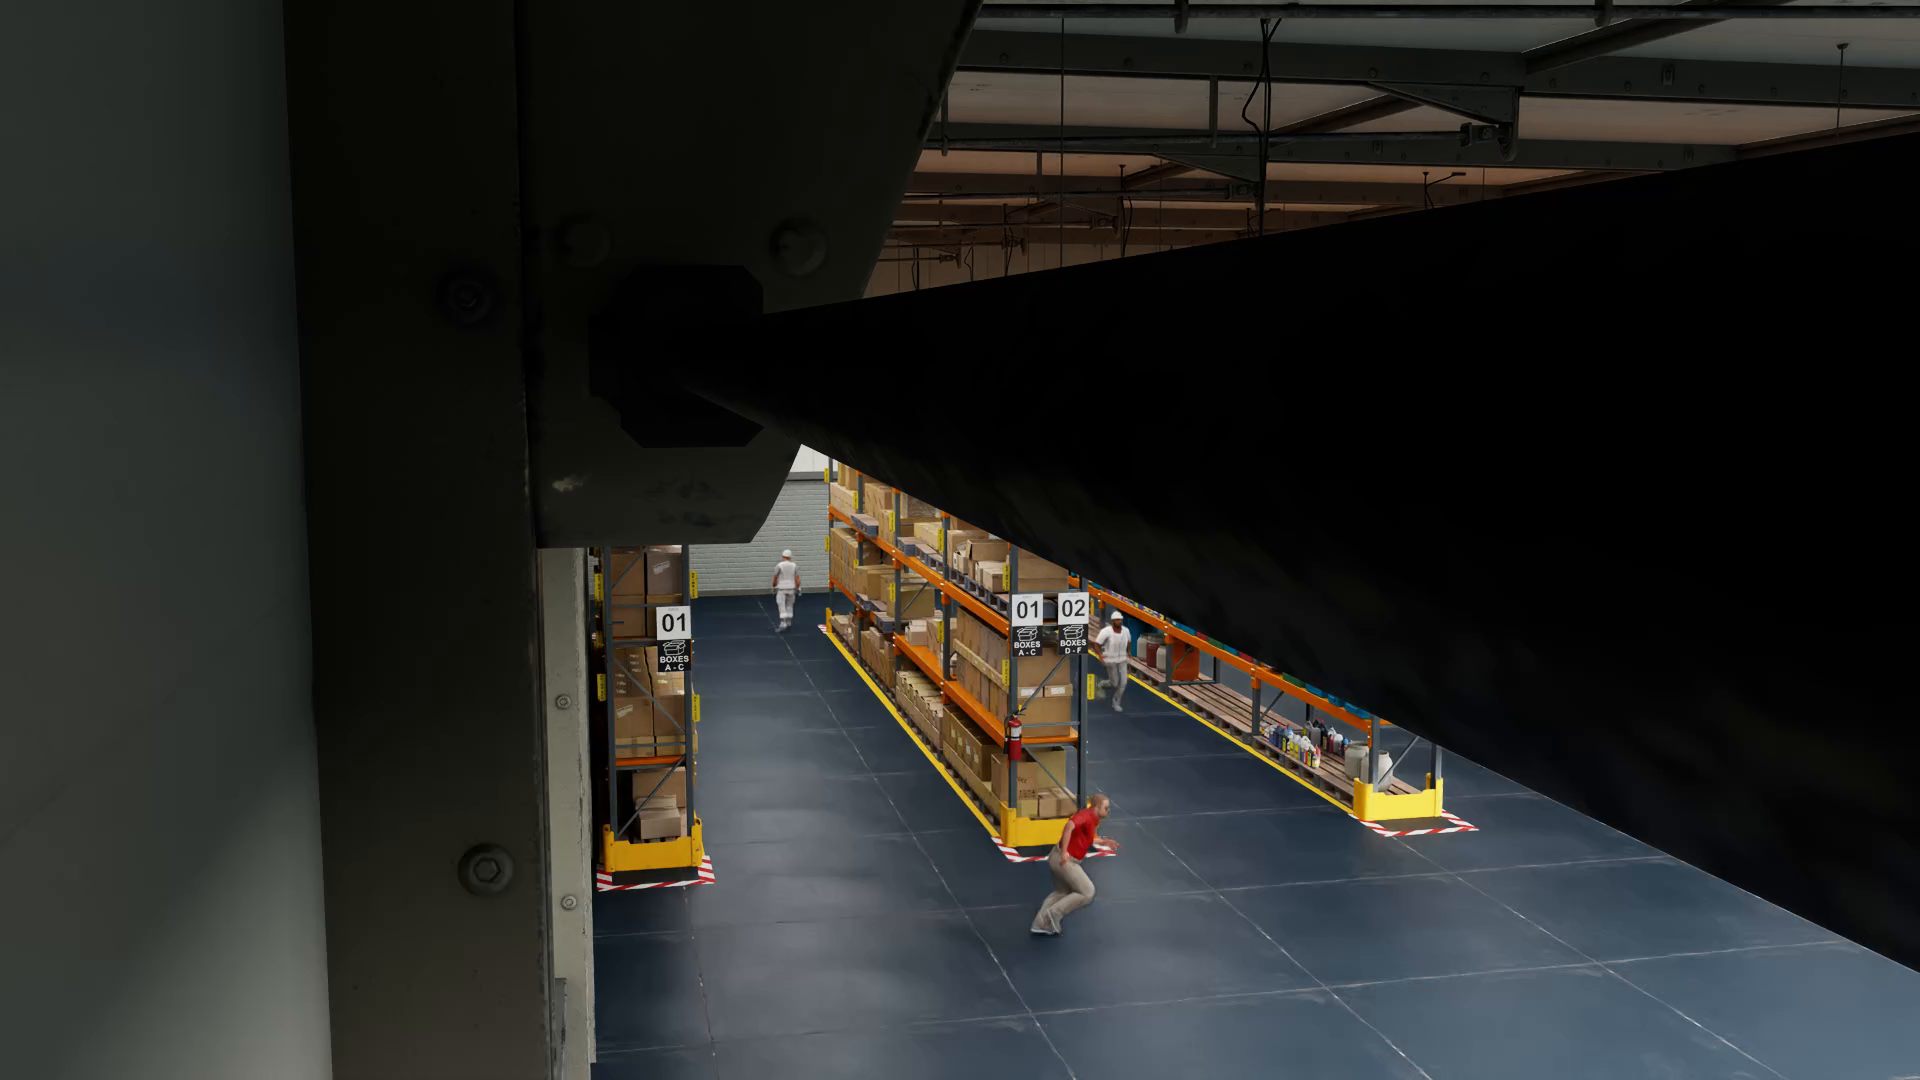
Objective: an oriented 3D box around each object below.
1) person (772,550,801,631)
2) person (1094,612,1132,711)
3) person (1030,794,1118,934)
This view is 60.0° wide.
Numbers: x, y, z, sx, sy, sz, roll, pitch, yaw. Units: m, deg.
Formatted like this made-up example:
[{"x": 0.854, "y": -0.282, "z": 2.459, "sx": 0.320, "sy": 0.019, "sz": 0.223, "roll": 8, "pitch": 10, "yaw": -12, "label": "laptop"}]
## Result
[{"x": -3.837, "y": 1.099, "z": 36.729, "sx": 0.689, "sy": 1.770, "sz": 0.683, "roll": -3, "pitch": 7, "yaw": -23, "label": "person"}, {"x": 2.666, "y": 2.077, "z": 28.814, "sx": 0.715, "sy": 1.720, "sz": 0.643, "roll": -3, "pitch": 8, "yaw": -26, "label": "person"}, {"x": 1.217, "y": 3.466, "z": 17.661, "sx": 0.932, "sy": 1.551, "sz": 0.698, "roll": 0, "pitch": 7, "yaw": 3, "label": "person"}]
